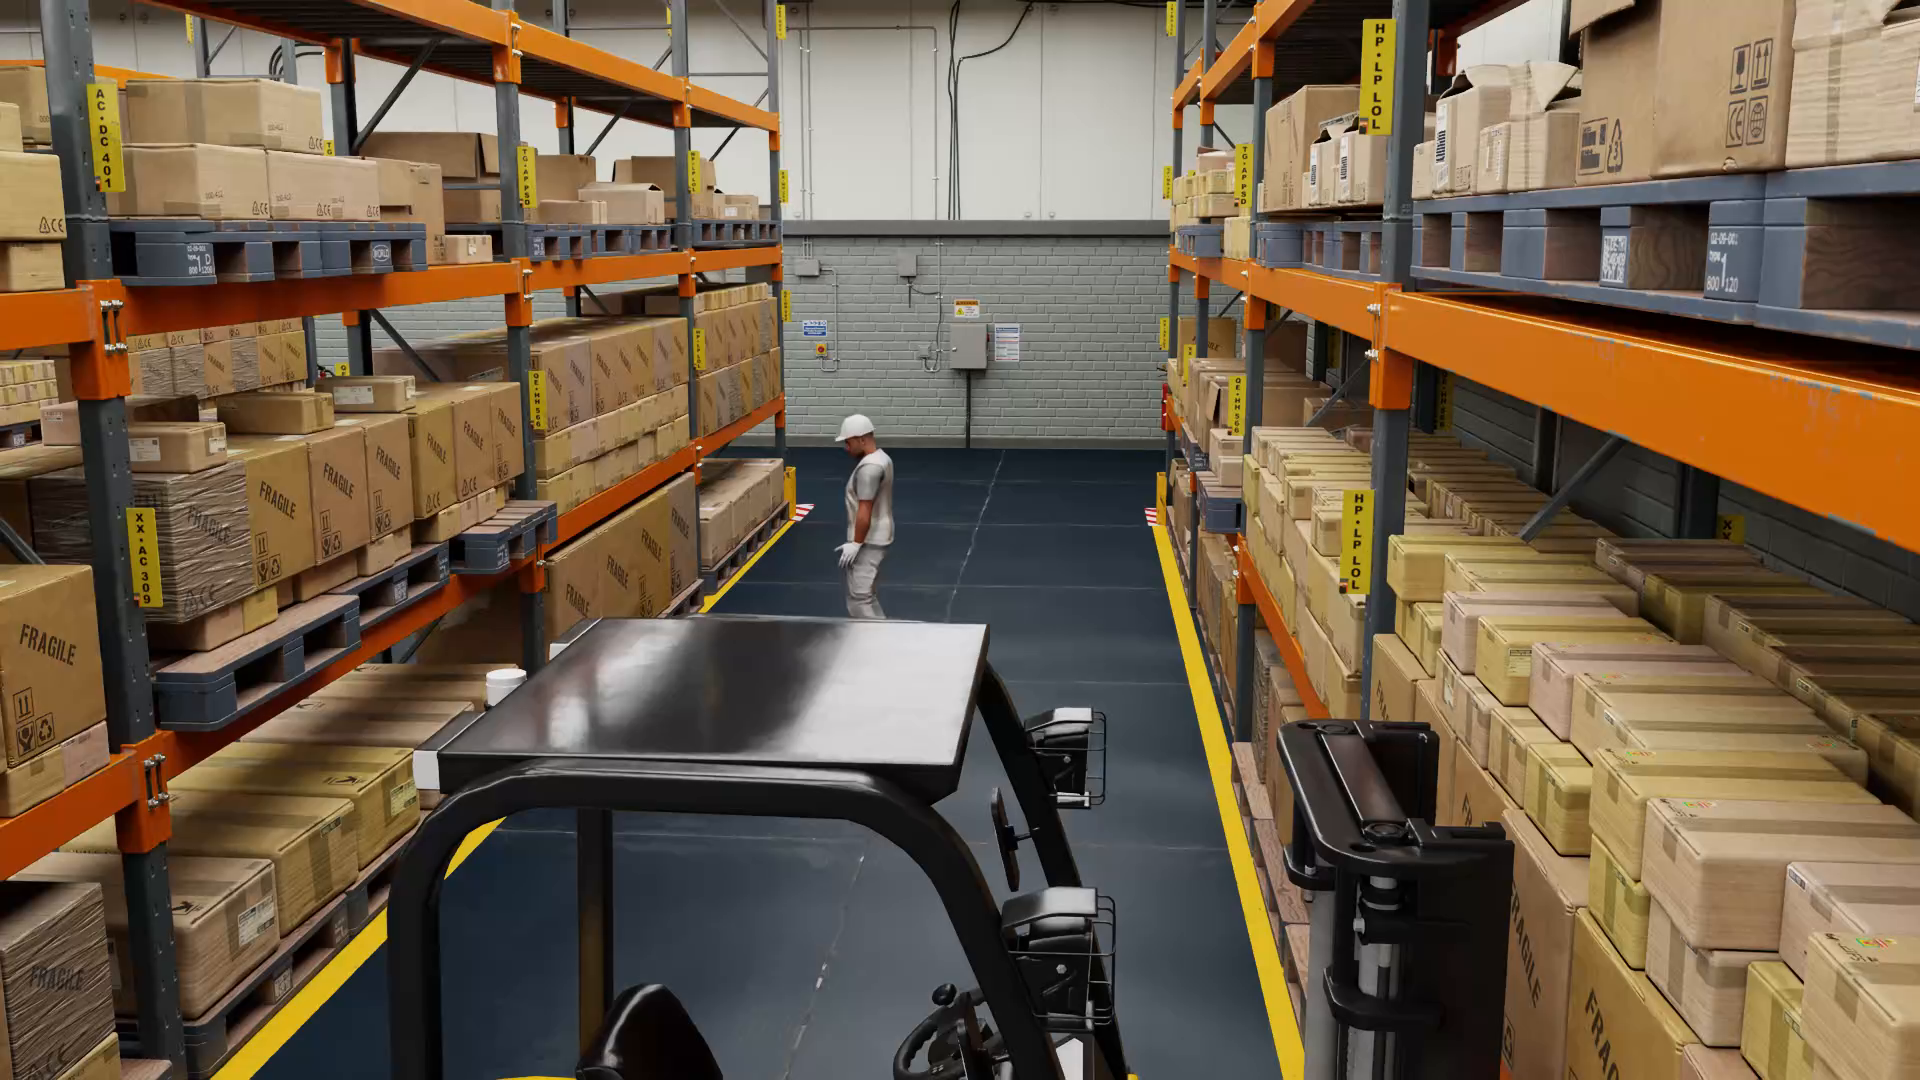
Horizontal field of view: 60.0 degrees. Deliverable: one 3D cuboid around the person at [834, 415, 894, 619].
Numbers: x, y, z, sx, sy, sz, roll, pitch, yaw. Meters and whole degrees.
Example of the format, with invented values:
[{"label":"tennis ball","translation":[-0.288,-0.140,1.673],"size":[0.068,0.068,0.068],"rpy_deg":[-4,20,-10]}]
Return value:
[{"label":"person","translation":[-0.644,0.035,11.237],"size":[0.388,1.769,0.533],"rpy_deg":[1,11,5]}]
